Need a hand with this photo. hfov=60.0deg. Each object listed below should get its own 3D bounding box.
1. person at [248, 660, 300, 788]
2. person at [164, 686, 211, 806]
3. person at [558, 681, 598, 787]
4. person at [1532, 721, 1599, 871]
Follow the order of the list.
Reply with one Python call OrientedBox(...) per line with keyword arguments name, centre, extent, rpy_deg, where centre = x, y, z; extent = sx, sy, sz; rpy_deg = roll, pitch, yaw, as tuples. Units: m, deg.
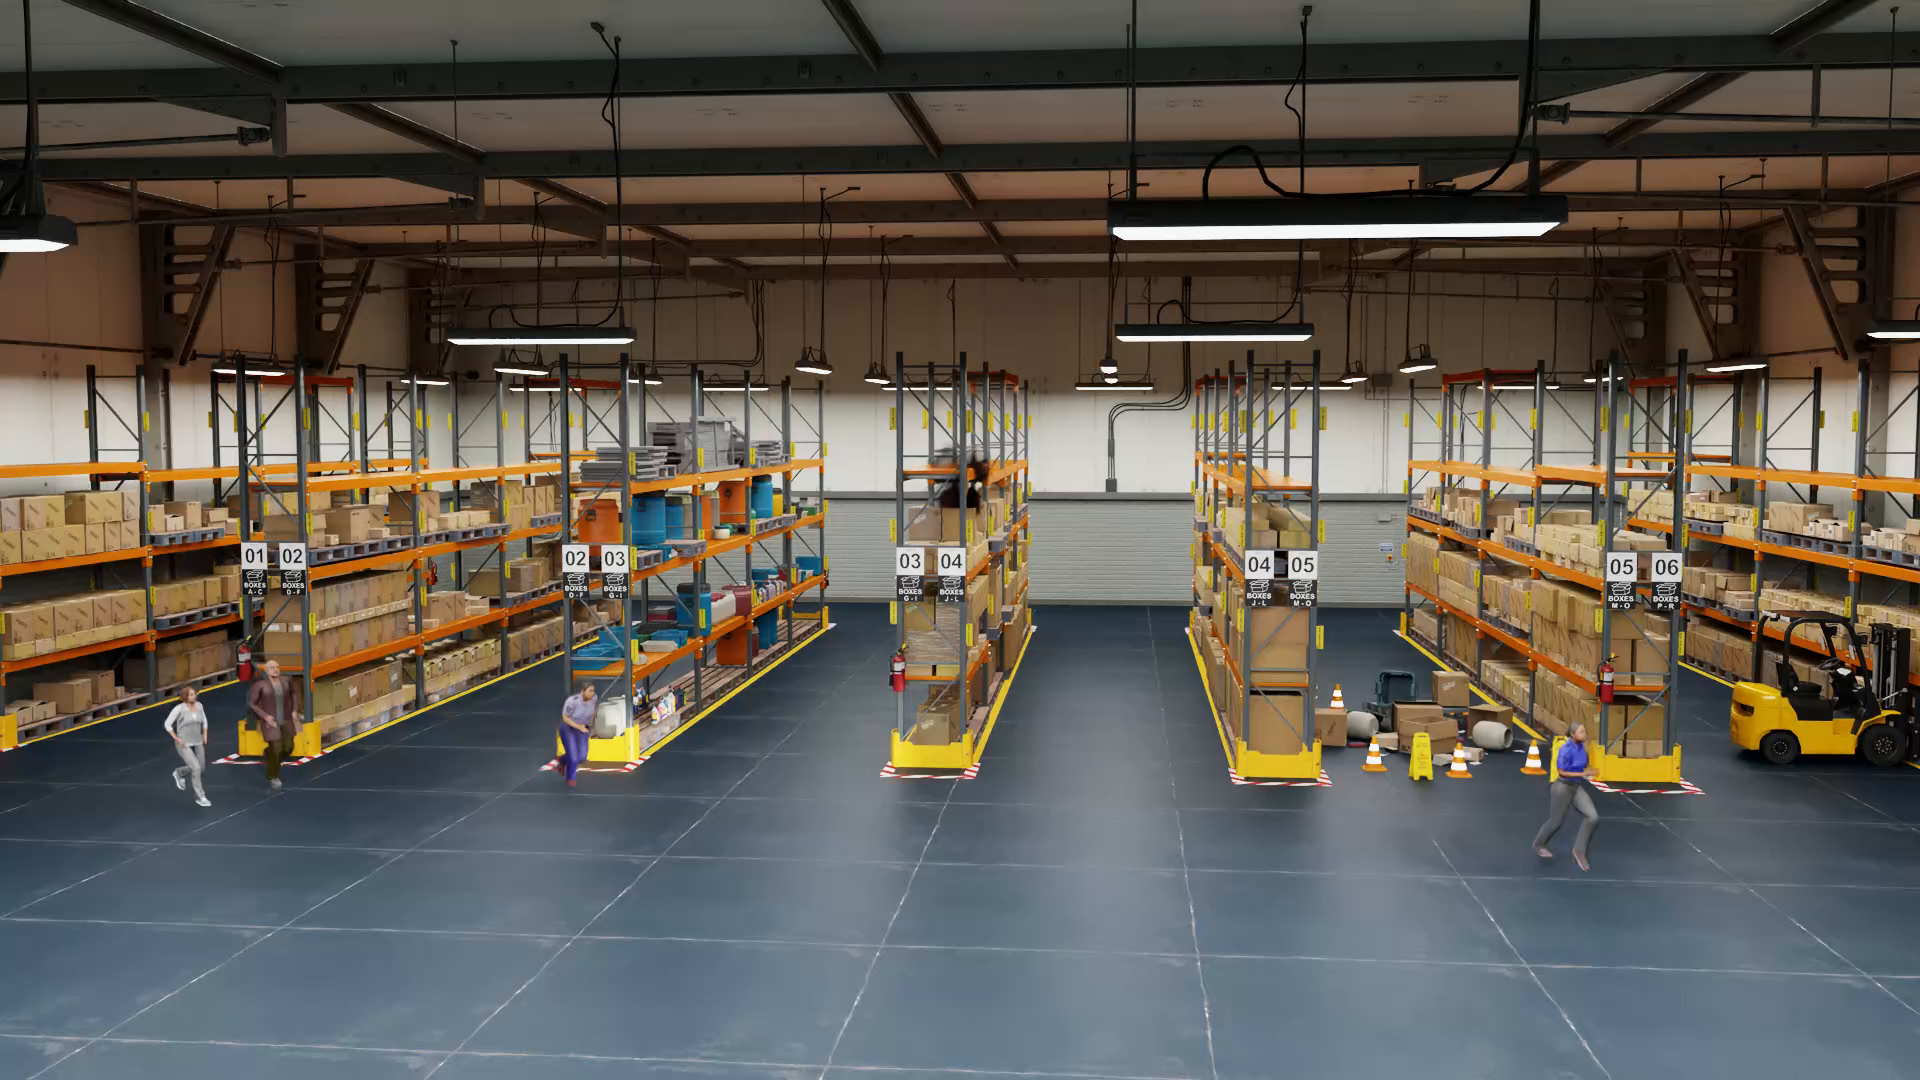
OrientedBox(name="person", centre=(-9.443, 2.516, 22.902), extent=(0.706, 1.750, 0.732), rpy_deg=(4, 5, 41))
OrientedBox(name="person", centre=(-10.125, 2.688, 21.775), extent=(0.695, 1.576, 0.559), rpy_deg=(3, 5, 34))
OrientedBox(name="person", centre=(-5.258, 2.666, 22.897), extent=(0.816, 1.477, 0.624), rpy_deg=(4, 5, 42))
OrientedBox(name="person", centre=(6.833, 2.905, 18.731), extent=(0.599, 1.586, 0.829), rpy_deg=(-3, 5, -37))
